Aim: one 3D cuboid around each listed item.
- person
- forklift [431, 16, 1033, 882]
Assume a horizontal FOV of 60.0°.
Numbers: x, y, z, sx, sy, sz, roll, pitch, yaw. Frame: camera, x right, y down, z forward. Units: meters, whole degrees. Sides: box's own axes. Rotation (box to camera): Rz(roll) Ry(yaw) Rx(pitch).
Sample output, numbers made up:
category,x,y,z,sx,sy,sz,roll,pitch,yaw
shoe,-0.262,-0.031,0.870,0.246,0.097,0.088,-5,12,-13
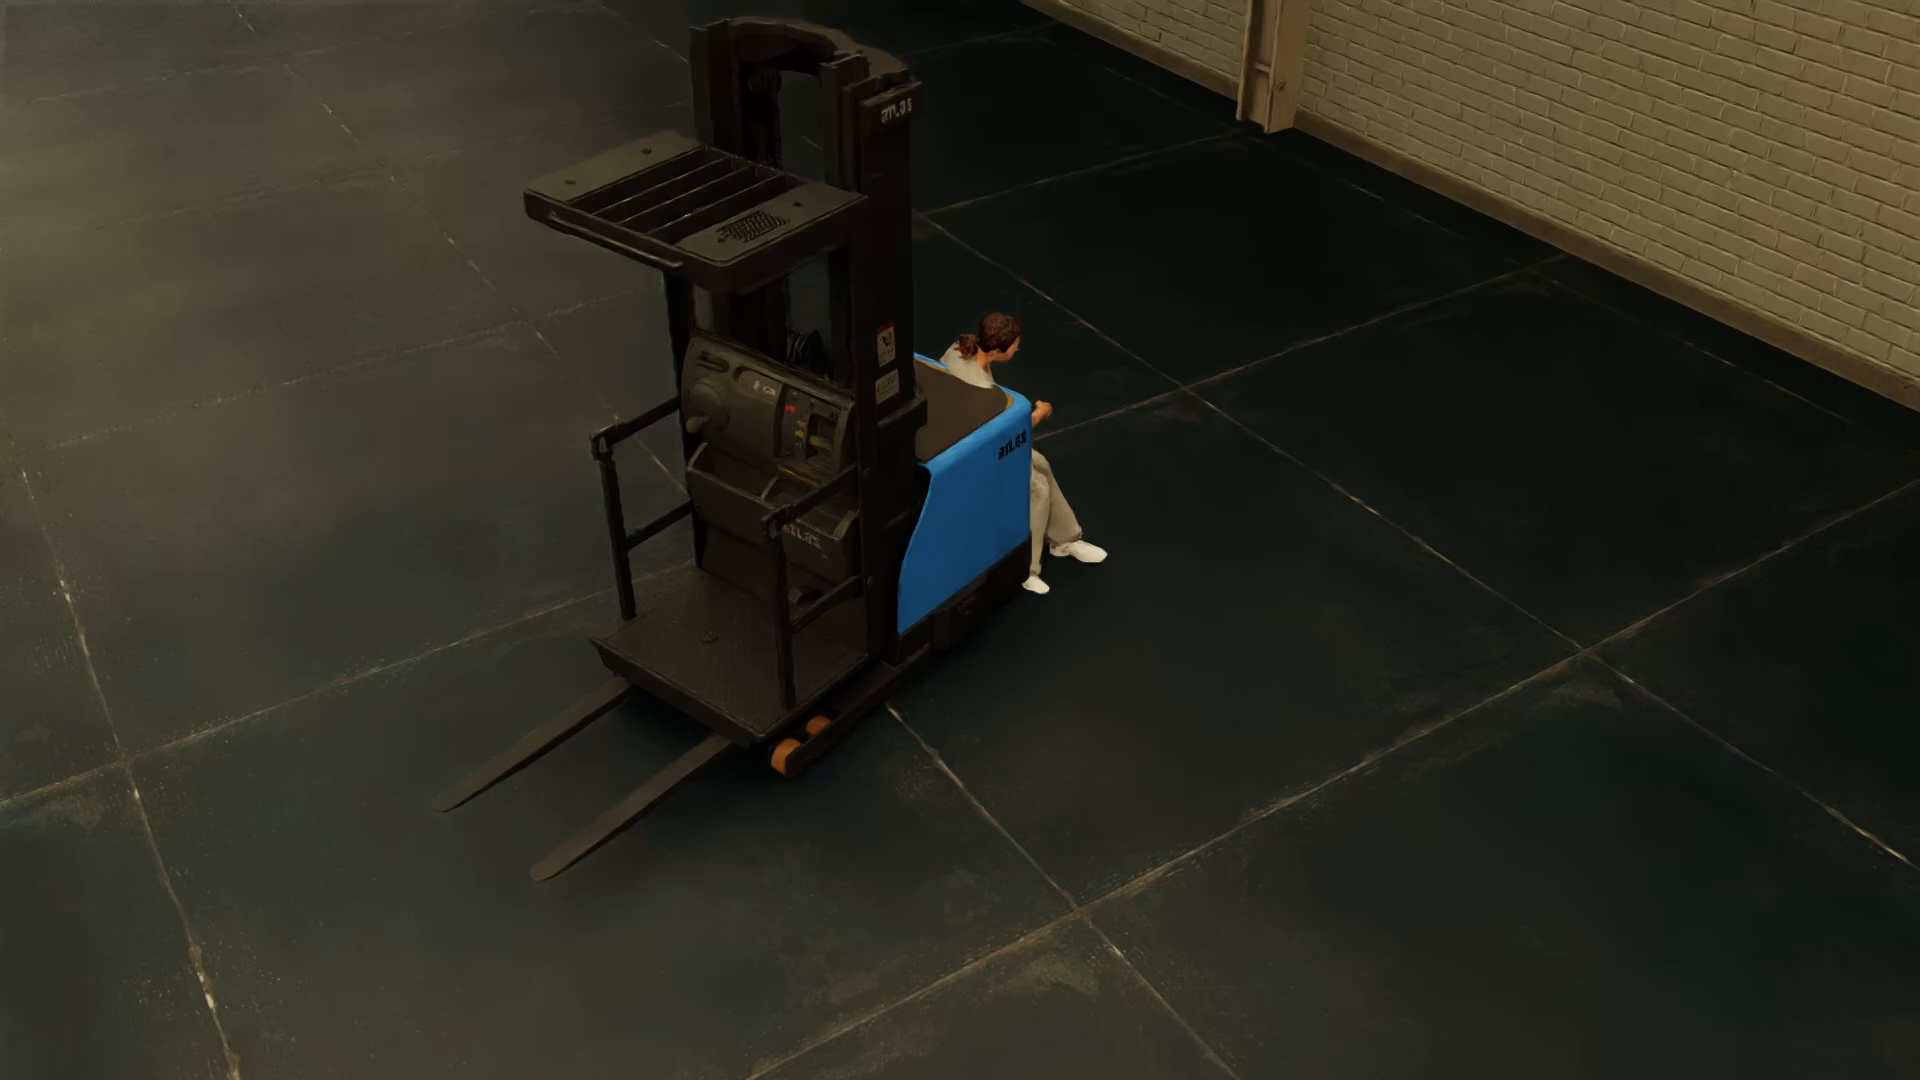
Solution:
category,x,y,z,sx,sy,sz,roll,pitch,yaw
person,0.297,-0.507,8.262,0.868,1.446,0.833,-4,35,-6
forklift,-0.953,-0.496,6.853,1.130,2.935,3.031,24,42,31
